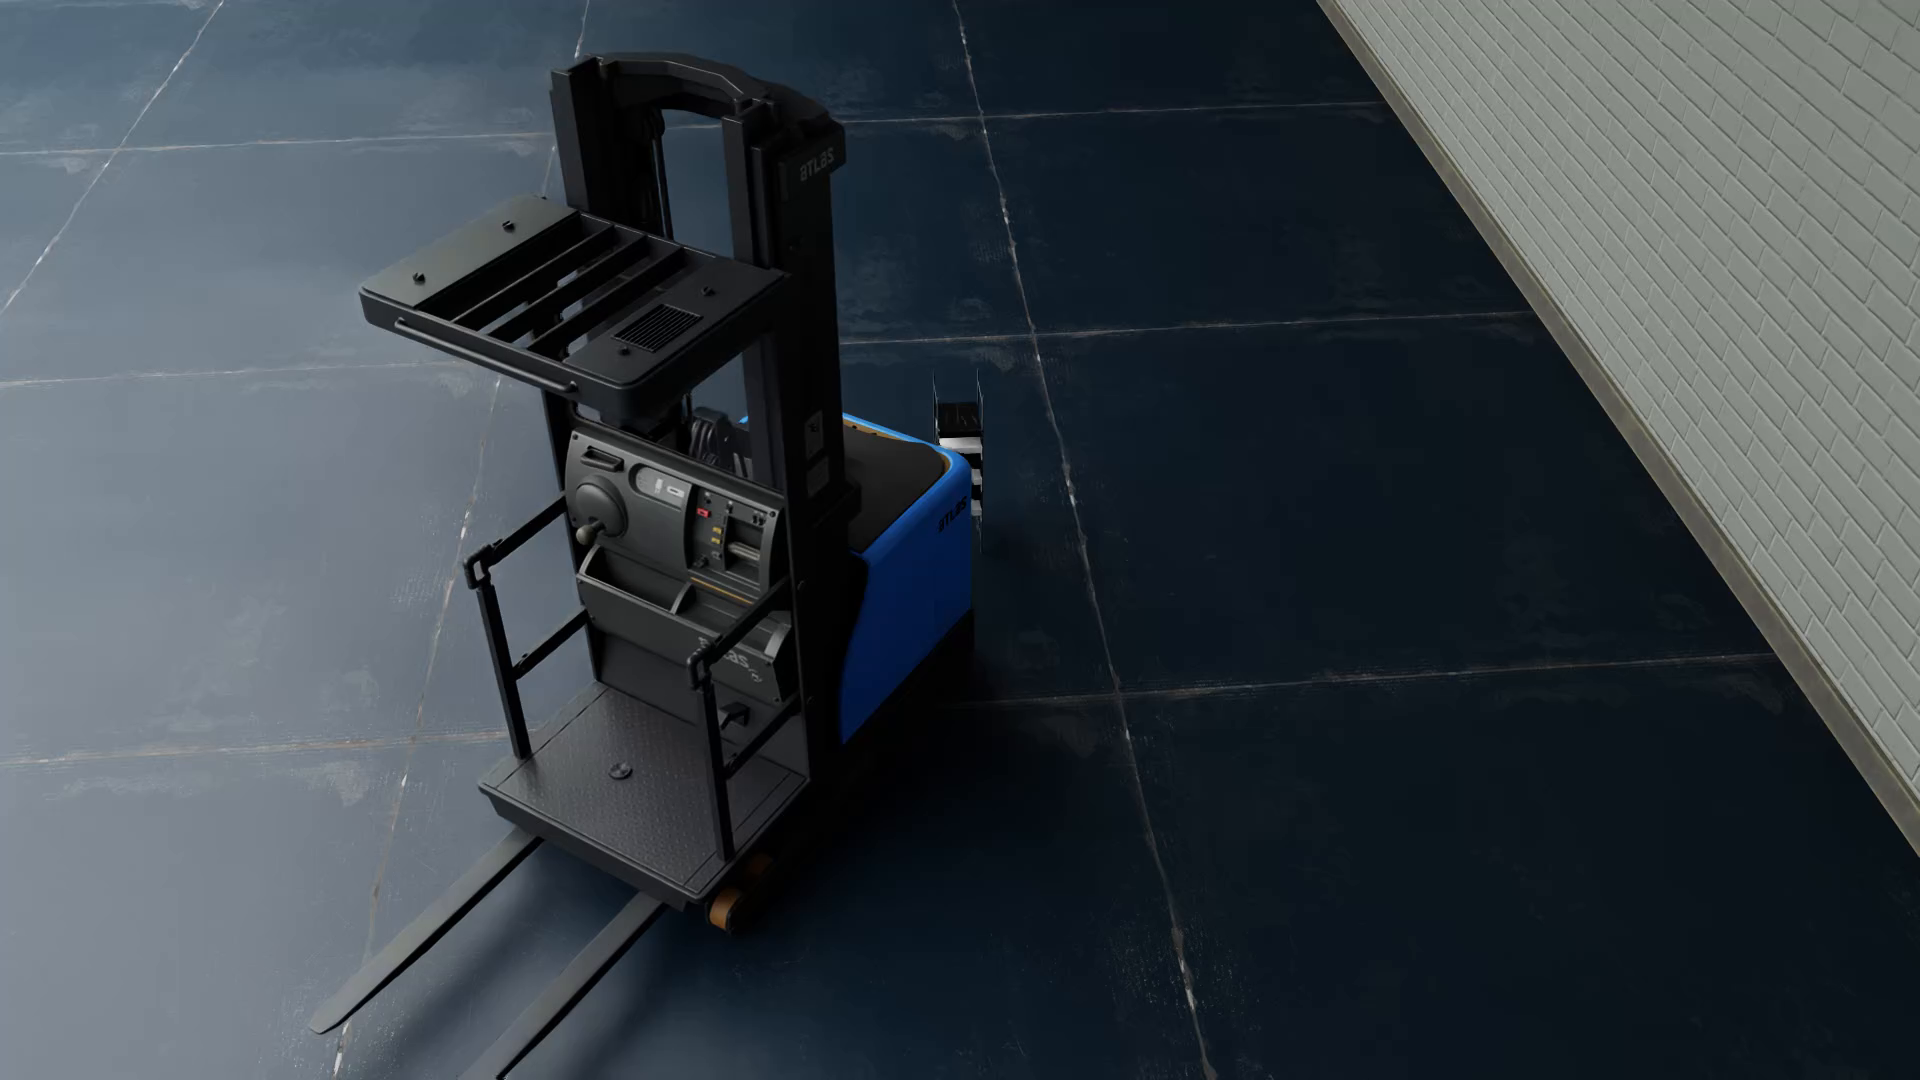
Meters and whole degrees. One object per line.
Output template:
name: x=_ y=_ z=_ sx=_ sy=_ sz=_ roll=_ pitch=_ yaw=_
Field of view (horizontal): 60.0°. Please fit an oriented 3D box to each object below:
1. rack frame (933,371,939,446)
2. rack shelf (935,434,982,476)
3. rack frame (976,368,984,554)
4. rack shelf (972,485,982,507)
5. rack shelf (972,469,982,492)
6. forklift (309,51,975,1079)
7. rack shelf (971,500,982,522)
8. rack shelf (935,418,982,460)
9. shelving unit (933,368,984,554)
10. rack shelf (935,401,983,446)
rack frame: x=-0.109 y=-0.347 z=7.786 sx=0.006 sy=0.900 sz=0.240 roll=-3 pitch=38 yaw=-4
rack shelf: x=-0.008 y=-0.397 z=7.758 sx=0.200 sy=0.077 sz=0.258 roll=-3 pitch=38 yaw=-4
rack frame: x=0.093 y=-0.358 z=7.800 sx=0.006 sy=0.900 sz=0.240 roll=-3 pitch=38 yaw=-4
rack shelf: x=-0.008 y=-0.256 z=7.869 sx=0.200 sy=0.077 sz=0.258 roll=-3 pitch=38 yaw=-4
rack shelf: x=-0.008 y=-0.327 z=7.813 sx=0.200 sy=0.077 sz=0.258 roll=-3 pitch=38 yaw=-4
forklift: x=-1.134 y=-0.021 z=5.733 sx=1.130 sy=2.935 sz=3.031 roll=21 pitch=43 yaw=24
rack shelf: x=-0.008 y=-0.185 z=7.925 sx=0.200 sy=0.077 sz=0.258 roll=-3 pitch=38 yaw=-4
rack shelf: x=-0.008 y=-0.468 z=7.702 sx=0.200 sy=0.077 sz=0.258 roll=-3 pitch=38 yaw=-4
shelving unit: x=-0.008 y=-0.353 z=7.793 sx=0.210 sy=0.900 sz=0.258 roll=-3 pitch=38 yaw=-4
rack shelf: x=-0.008 y=-0.539 z=7.646 sx=0.200 sy=0.077 sz=0.258 roll=-3 pitch=38 yaw=-4
